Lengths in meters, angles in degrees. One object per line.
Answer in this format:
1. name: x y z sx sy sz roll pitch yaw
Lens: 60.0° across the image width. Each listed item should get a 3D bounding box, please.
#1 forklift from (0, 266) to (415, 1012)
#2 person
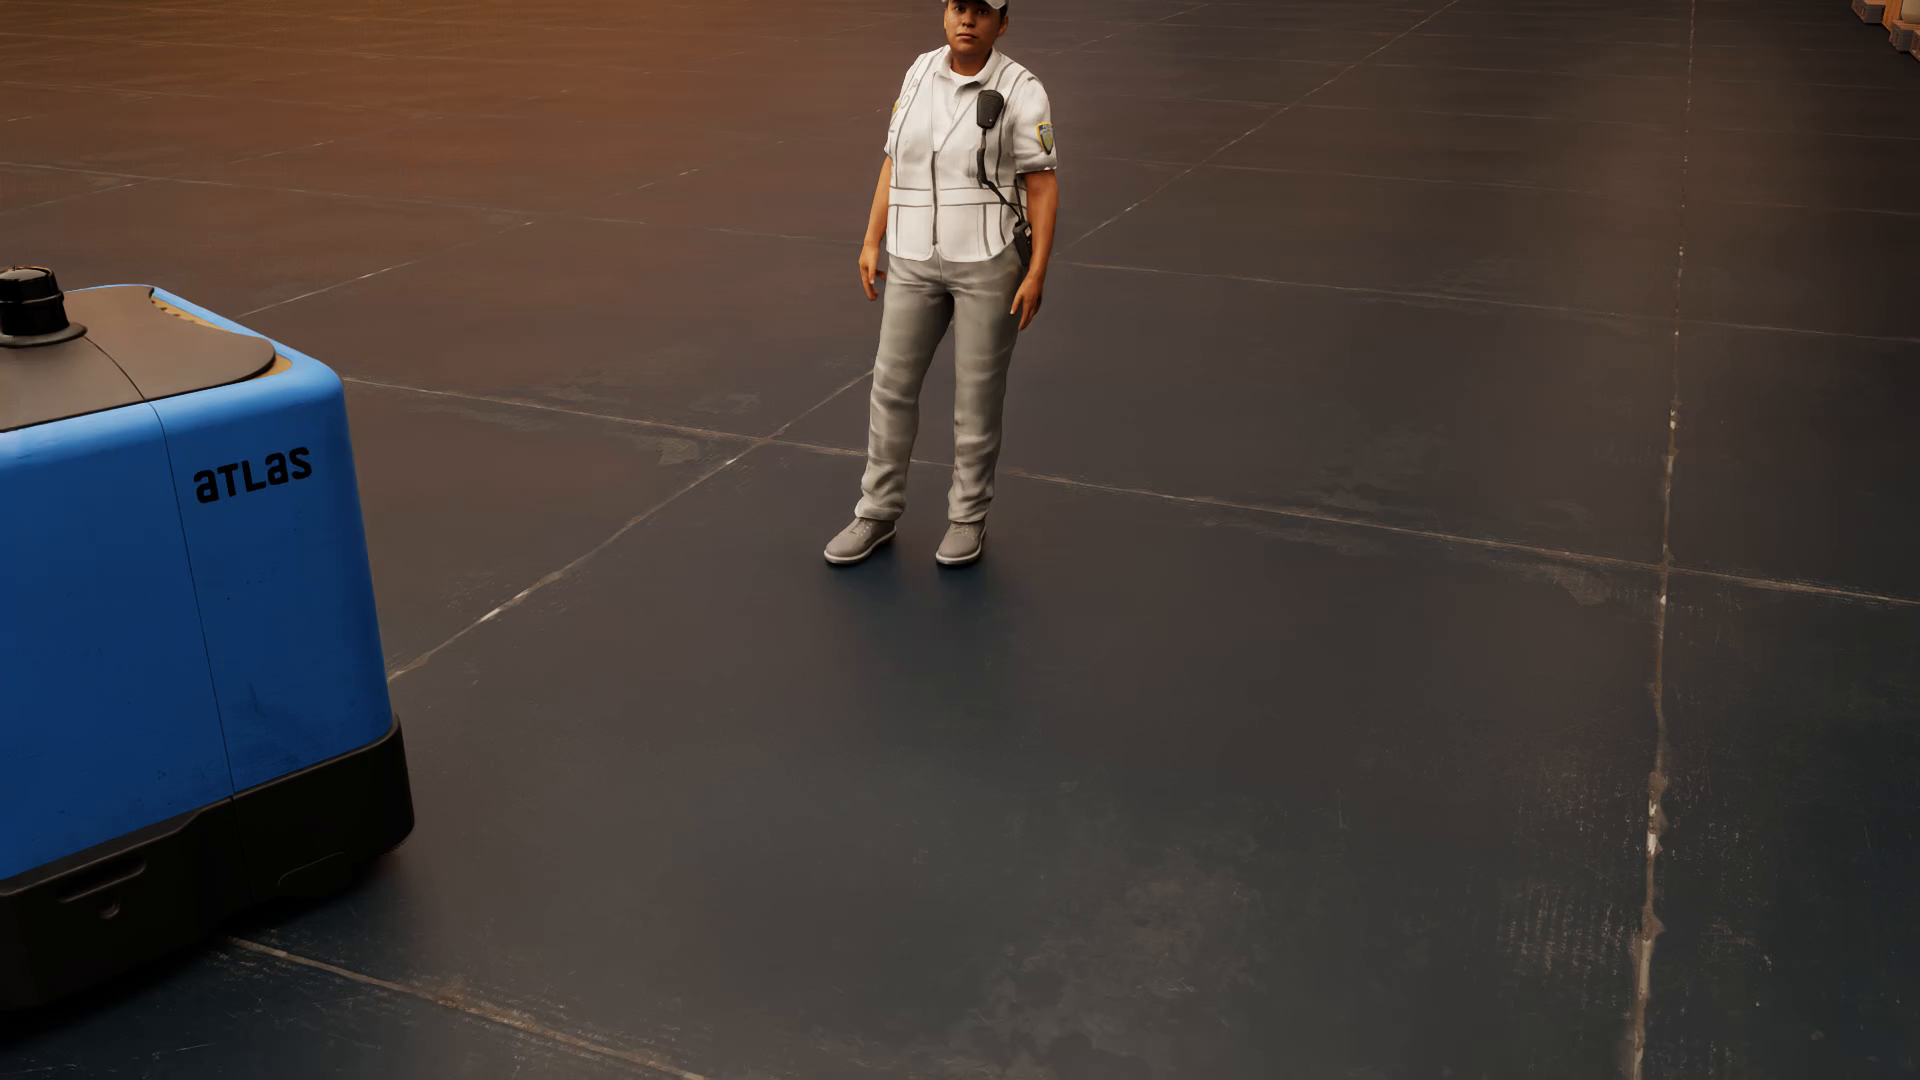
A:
1. forklift: -2.543 -0.416 2.288 3.031 2.935 1.130 -21 30 -40
2. person: -0.051 -0.751 4.712 0.598 1.670 0.529 9 24 21
